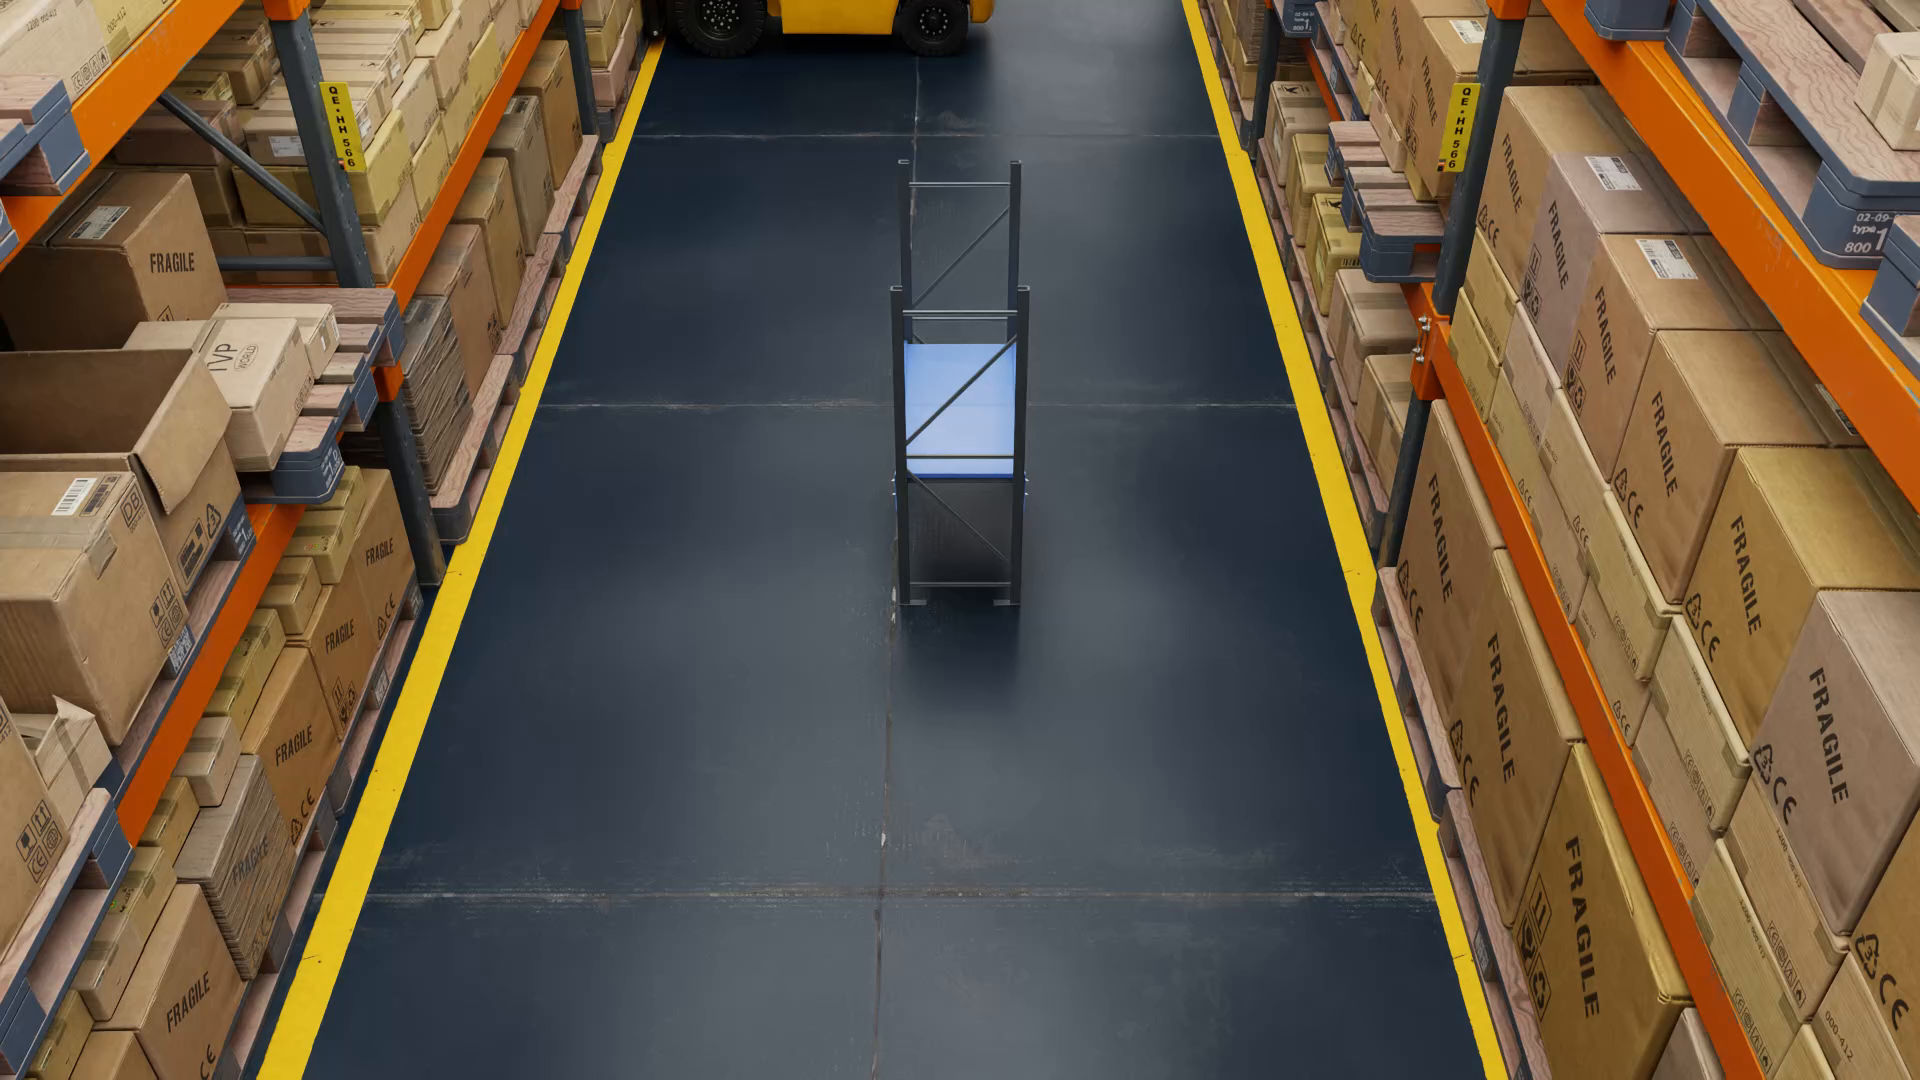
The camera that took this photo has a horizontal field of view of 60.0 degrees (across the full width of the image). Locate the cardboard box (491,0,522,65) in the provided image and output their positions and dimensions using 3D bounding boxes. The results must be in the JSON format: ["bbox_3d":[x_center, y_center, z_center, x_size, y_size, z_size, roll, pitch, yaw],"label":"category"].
[{"bbox_3d":[-2.454,-2.511,8.104,0.500,0.250,0.500,0,39,0],"label":"cardboard box"}]

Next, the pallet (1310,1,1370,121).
[{"bbox_3d":[2.232,-2.177,7.721,1.003,0.211,1.213,0,39,0],"label":"pallet"}]

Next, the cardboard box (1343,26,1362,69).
[{"bbox_3d":[1.959,-2.253,7.528,0.380,0.149,0.250,-1,39,-1],"label":"cardboard box"}]

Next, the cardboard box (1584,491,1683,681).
[{"bbox_3d":[2.004,0.119,4.423,0.500,0.250,0.500,1,39,1],"label":"cardboard box"}]

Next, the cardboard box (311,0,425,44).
[{"bbox_3d":[-2.464,-2.148,6.933,0.380,0.149,0.250,0,39,0],"label":"cardboard box"}]

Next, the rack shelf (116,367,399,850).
[{"bbox_3d":[-2.686,0.524,4.773,1.077,0.370,4.000,0,39,0],"label":"rack shelf"}]

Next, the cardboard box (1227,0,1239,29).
[{"bbox_3d":[2.000,-3.586,10.590,0.500,0.500,0.500,1,39,1],"label":"cardboard box"}]

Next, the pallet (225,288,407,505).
[{"bbox_3d":[-2.617,-0.509,5.640,1.213,0.211,1.003,0,39,0],"label":"pallet"}]

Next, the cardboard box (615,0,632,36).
[{"bbox_3d":[-2.387,-3.413,10.573,0.500,0.250,0.500,0,39,0],"label":"cardboard box"}]

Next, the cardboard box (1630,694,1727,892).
[{"bbox_3d":[2.047,0.632,4.183,0.500,0.250,0.500,-1,39,-1],"label":"cardboard box"}]

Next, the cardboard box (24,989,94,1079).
[{"bbox_3d":[-2.521,1.323,4.345,0.380,0.149,0.250,-1,39,-1],"label":"cardboard box"}]

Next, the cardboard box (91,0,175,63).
[{"bbox_3d":[-2.443,-1.485,4.425,0.500,0.250,0.500,0,39,0],"label":"cardboard box"}]

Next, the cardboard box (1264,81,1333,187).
[{"bbox_3d":[2.274,-2.326,9.519,0.950,0.372,0.625,0,39,1],"label":"cardboard box"}]

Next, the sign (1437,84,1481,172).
[{"bbox_3d":[1.733,-1.428,5.771,0.100,0.325,0.005,0,39,0],"label":"sign"}]

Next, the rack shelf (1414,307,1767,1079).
[{"bbox_3d":[2.278,0.518,4.781,1.077,0.370,4.000,0,39,0],"label":"rack shelf"}]

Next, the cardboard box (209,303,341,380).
[{"bbox_3d":[-2.304,-0.663,5.544,0.380,0.149,0.250,1,39,1],"label":"cardboard box"}]

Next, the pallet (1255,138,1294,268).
[{"bbox_3d":[2.273,-1.940,9.502,1.003,0.211,1.213,0,39,0],"label":"pallet"}]

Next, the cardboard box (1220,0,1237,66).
[{"bbox_3d":[1.991,-3.309,10.843,0.500,0.250,0.500,-1,39,-1],"label":"cardboard box"}]

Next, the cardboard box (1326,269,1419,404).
[{"bbox_3d":[2.276,-0.967,7.823,0.950,0.372,0.625,-1,39,-1],"label":"cardboard box"}]

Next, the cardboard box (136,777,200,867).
[{"bbox_3d":[-2.511,0.842,4.945,0.380,0.149,0.250,0,39,0],"label":"cardboard box"}]

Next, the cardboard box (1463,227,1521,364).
[{"bbox_3d":[2.029,-0.833,5.611,0.500,0.250,0.500,0,39,0],"label":"cardboard box"}]

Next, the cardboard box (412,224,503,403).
[{"bbox_3d":[-2.684,-1.044,7.717,0.875,0.625,0.625,1,39,1],"label":"cardboard box"}]

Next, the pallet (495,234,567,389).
[{"bbox_3d":[-2.648,-1.196,8.573,1.003,0.211,1.213,0,39,0],"label":"pallet"}]

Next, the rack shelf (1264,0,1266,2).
[{"bbox_3d":[2.269,-4.485,11.023,1.077,0.370,4.000,0,39,0],"label":"rack shelf"}]

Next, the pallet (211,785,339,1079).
[{"bbox_3d":[-2.726,1.308,5.449,1.003,0.211,1.213,0,39,0],"label":"pallet"}]

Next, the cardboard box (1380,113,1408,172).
[{"bbox_3d":[1.922,-1.609,6.725,0.380,0.149,0.250,0,39,0],"label":"cardboard box"}]

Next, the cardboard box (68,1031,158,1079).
[{"bbox_3d":[-2.469,1.670,4.431,0.500,0.500,0.500,-1,39,-1],"label":"cardboard box"}]

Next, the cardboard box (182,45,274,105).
[{"bbox_3d":[-2.942,-1.829,6.535,0.380,0.149,0.250,0,39,0],"label":"cardboard box"}]

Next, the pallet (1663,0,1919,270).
[{"bbox_3d":[2.334,-1.009,3.862,1.003,0.211,1.213,2,39,2],"label":"pallet"}]

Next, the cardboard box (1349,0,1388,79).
[{"bbox_3d":[1.984,-2.256,7.012,0.500,0.500,0.500,-3,39,-3],"label":"cardboard box"}]

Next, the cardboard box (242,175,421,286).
[{"bbox_3d":[-2.444,-1.227,6.502,0.500,0.250,0.500,0,39,0],"label":"cardboard box"}]

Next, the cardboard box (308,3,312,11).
[{"bbox_3d":[-3.018,-2.302,7.125,0.380,0.149,0.250,-1,39,-1],"label":"cardboard box"}]

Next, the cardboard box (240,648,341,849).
[{"bbox_3d":[-2.479,0.708,5.631,0.500,0.500,0.500,2,39,2],"label":"cardboard box"}]

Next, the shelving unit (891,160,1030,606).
[{"bbox_3d":[0.000,-0.639,6.848,0.538,1.500,1.048,0,39,0],"label":"shelving unit"}]

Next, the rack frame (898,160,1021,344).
[{"bbox_3d":[-0.001,-0.956,7.244,0.500,1.500,0.032,0,39,0],"label":"rack frame"}]

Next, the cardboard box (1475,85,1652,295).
[{"bbox_3d":[2.032,-1.134,5.387,0.500,0.500,0.500,-1,39,-2],"label":"cardboard box"}]

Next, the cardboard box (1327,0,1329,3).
[{"bbox_3d":[1.982,-2.741,8.137,0.380,0.149,0.250,1,39,1],"label":"cardboard box"}]

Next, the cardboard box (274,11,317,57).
[{"bbox_3d":[-2.967,-2.058,7.140,0.500,0.250,0.500,0,39,0],"label":"cardboard box"}]

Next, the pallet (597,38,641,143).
[{"bbox_3d":[-2.652,-2.918,10.723,1.003,0.211,1.213,0,39,0],"label":"pallet"}]

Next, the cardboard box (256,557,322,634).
[{"bbox_3d":[-2.447,0.195,5.753,0.380,0.149,0.250,-1,39,-2],"label":"cardboard box"}]

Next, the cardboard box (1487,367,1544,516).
[{"bbox_3d":[2.043,-0.328,5.380,0.500,0.250,0.500,-1,39,-1],"label":"cardboard box"}]

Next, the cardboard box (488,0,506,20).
[{"bbox_3d":[-2.434,-2.697,7.938,0.500,0.250,0.500,1,39,1],"label":"cardboard box"}]

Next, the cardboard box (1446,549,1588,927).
[{"bbox_3d":[2.190,0.641,5.414,0.875,0.875,0.875,0,39,1],"label":"cardboard box"}]

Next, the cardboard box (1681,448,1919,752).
[{"bbox_3d":[2.040,0.139,3.799,0.500,0.500,0.500,1,39,1],"label":"cardboard box"}]

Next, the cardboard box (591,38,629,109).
[{"bbox_3d":[-2.362,-2.903,10.337,0.500,0.250,0.500,0,39,0],"label":"cardboard box"}]

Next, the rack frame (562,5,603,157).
[{"bbox_3d":[-2.693,-3.509,9.230,1.000,3.000,0.127,0,39,0],"label":"rack frame"}]

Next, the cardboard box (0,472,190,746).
[{"bbox_3d":[-2.462,0.173,4.219,0.700,0.500,0.500,0,39,0],"label":"cardboard box"}]

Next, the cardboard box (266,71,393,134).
[{"bbox_3d":[-2.395,-1.666,6.332,0.380,0.149,0.250,1,39,1],"label":"cardboard box"}]

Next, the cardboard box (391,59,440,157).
[{"bbox_3d":[-2.444,-1.735,6.737,0.500,0.250,0.500,1,39,1],"label":"cardboard box"}]
